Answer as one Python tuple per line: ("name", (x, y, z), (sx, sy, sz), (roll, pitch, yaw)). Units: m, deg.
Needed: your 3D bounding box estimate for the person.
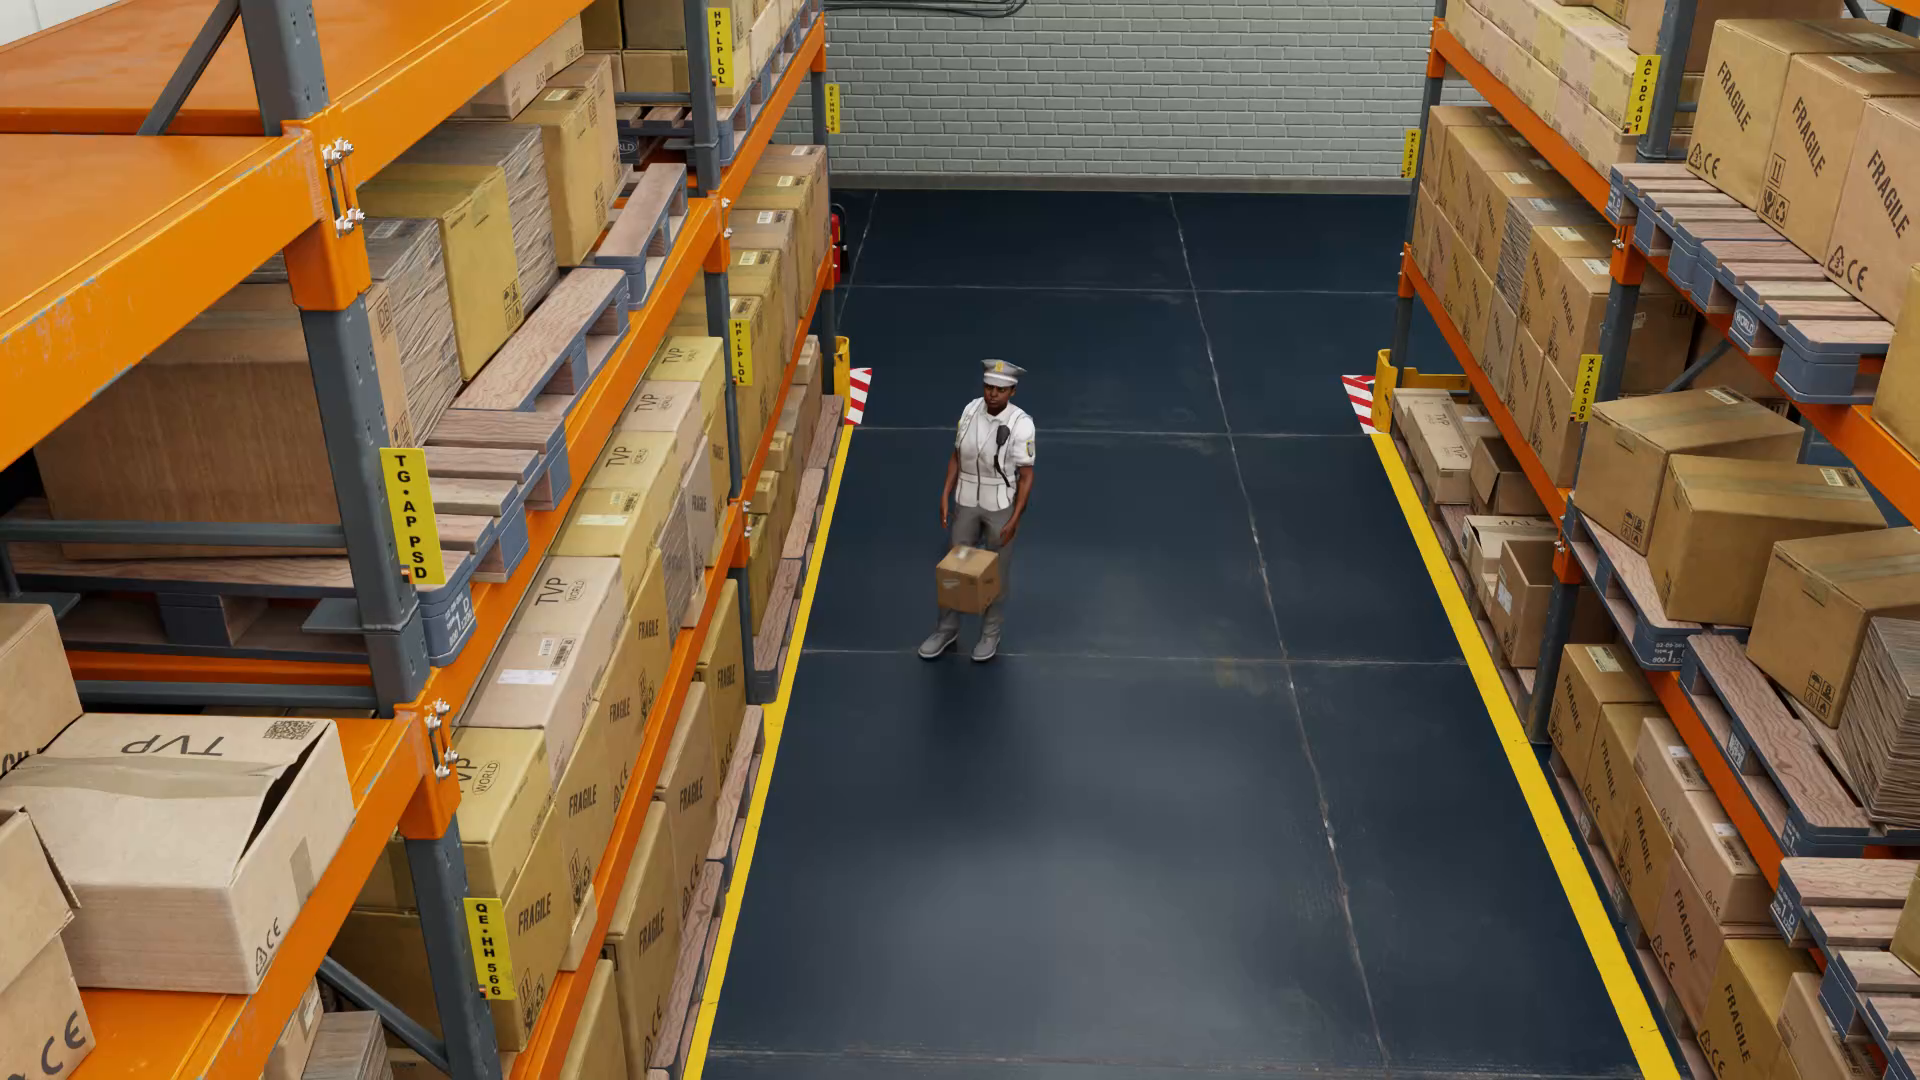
("person", (0.107, -0.156, 8.859), (0.543, 1.698, 0.528), (14, 31, 24))
